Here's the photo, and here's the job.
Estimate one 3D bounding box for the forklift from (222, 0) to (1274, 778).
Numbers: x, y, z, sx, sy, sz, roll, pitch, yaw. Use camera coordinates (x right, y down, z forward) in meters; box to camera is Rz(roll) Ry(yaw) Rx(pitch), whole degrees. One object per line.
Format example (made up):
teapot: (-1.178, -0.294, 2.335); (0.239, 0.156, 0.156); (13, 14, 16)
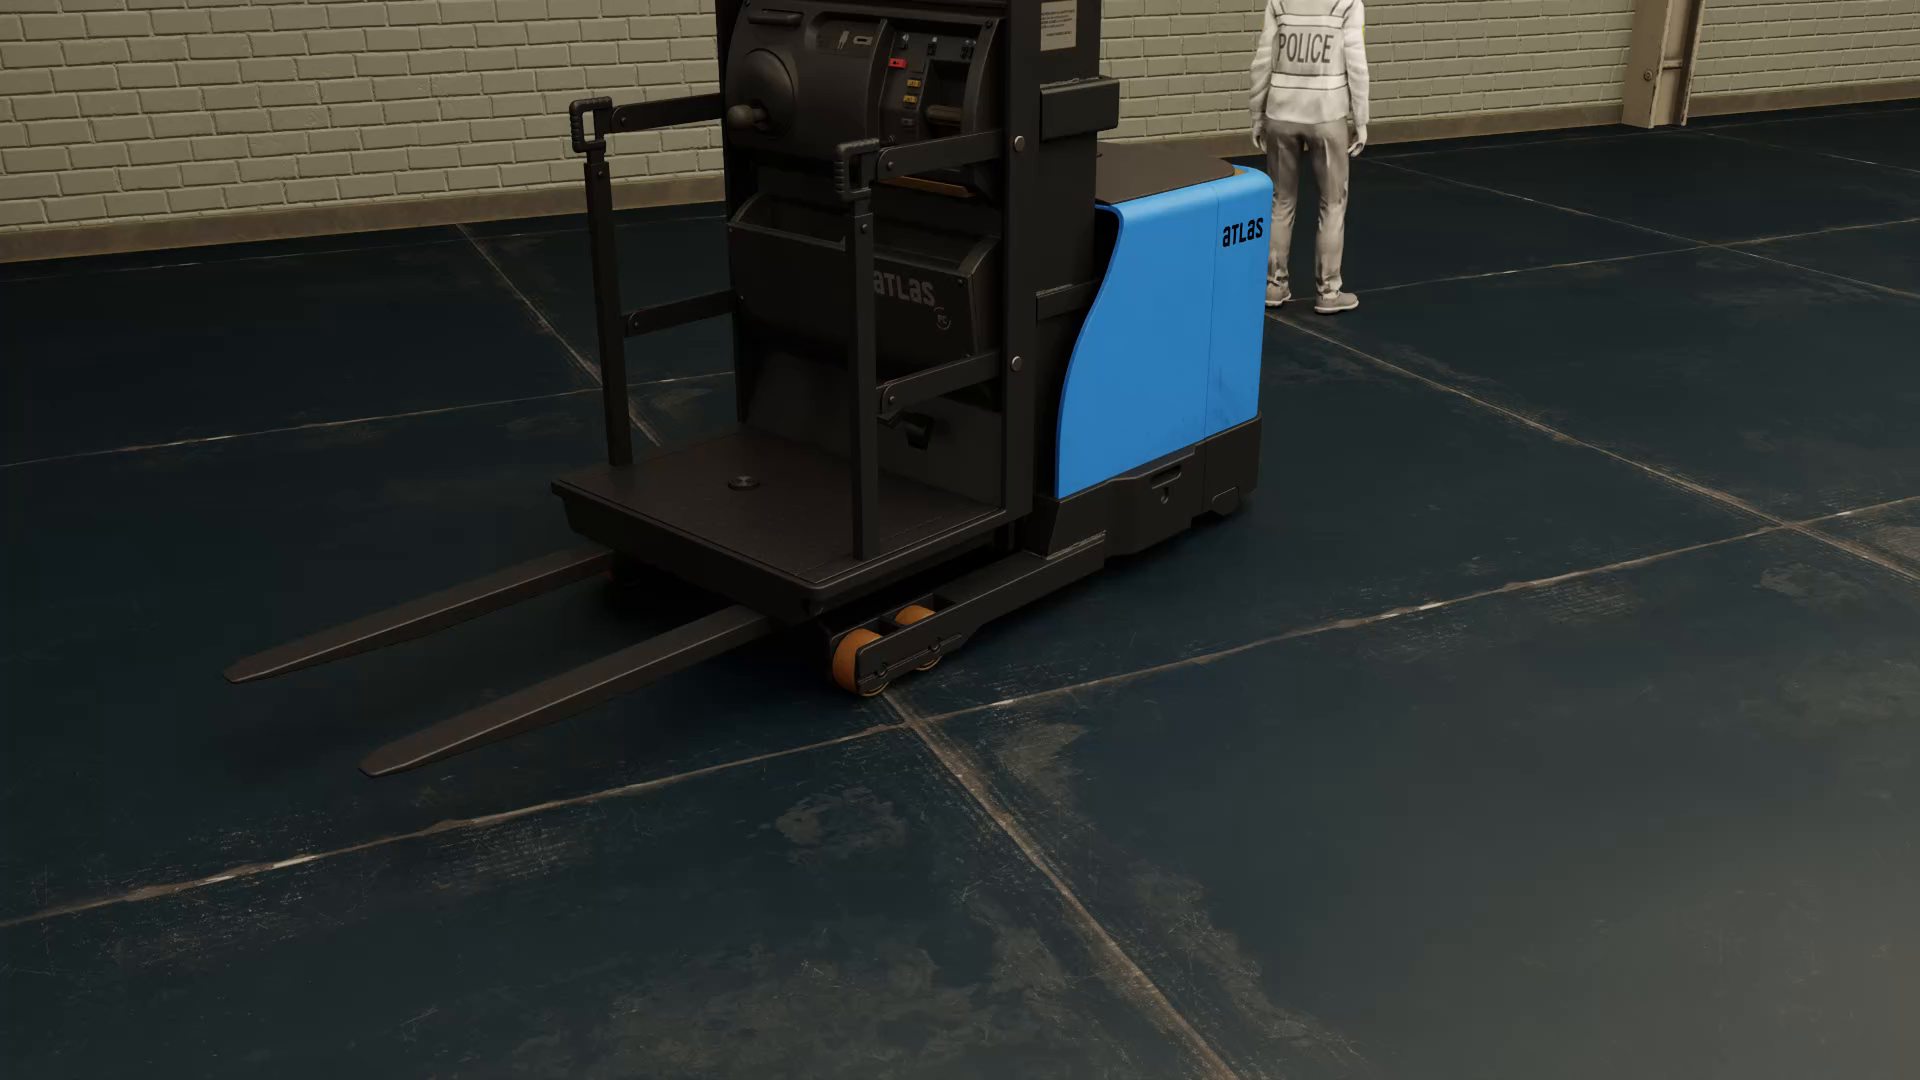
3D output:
forklift: (-0.413, -1.182, 4.131); (1.130, 2.935, 3.031); (19, 29, 39)

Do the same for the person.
person: (1.552, -1.856, 7.407); (0.546, 1.664, 0.376); (11, 25, 25)
